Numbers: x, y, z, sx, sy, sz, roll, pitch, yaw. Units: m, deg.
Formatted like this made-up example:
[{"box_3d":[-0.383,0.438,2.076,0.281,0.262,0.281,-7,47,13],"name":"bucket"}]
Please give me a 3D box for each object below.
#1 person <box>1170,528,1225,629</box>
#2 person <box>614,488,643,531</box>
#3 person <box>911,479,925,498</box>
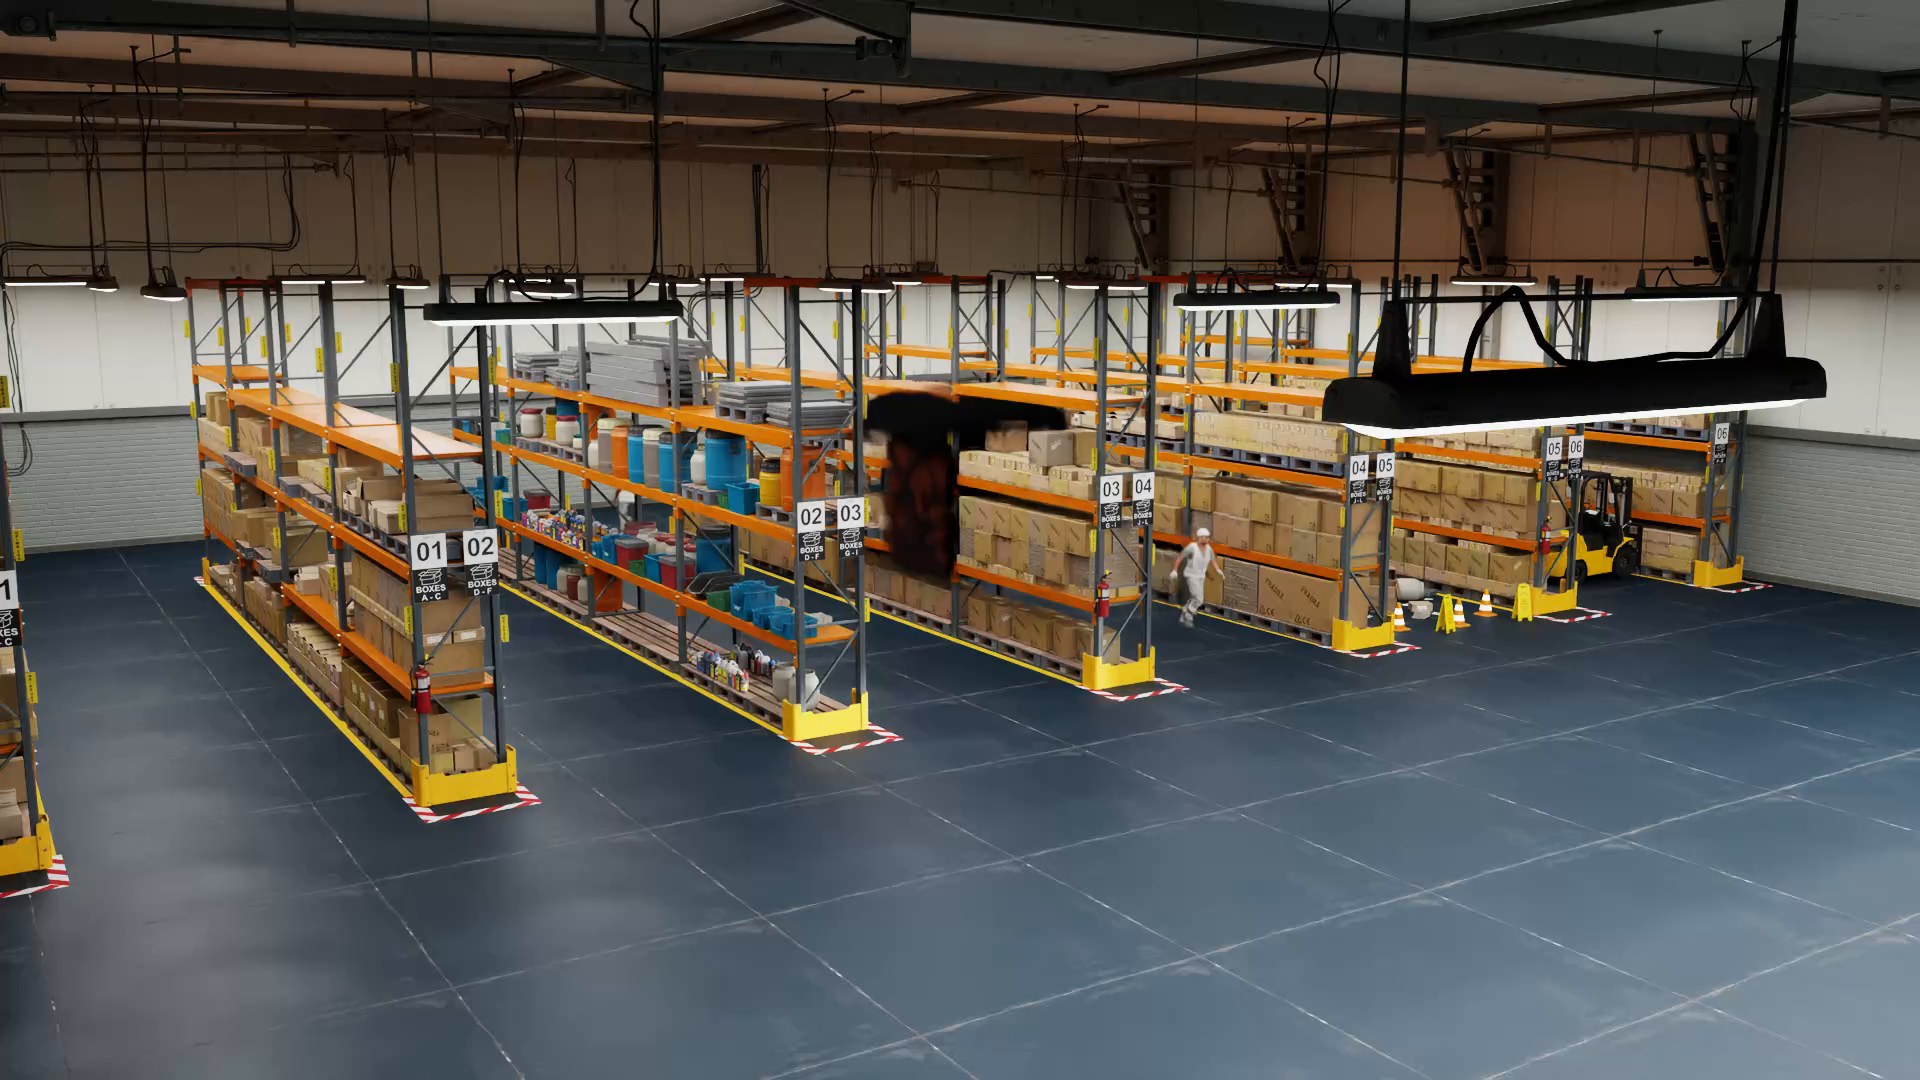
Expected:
[{"box_3d":[4.010,0.649,27.868,0.628,1.734,0.821,-8,12,-38],"name":"person"},{"box_3d":[-7.591,-0.867,38.023,0.524,1.732,0.697,8,12,39],"name":"person"},{"box_3d":[-0.786,-0.417,35.120,0.650,1.766,0.773,-6,11,-31],"name":"person"}]
